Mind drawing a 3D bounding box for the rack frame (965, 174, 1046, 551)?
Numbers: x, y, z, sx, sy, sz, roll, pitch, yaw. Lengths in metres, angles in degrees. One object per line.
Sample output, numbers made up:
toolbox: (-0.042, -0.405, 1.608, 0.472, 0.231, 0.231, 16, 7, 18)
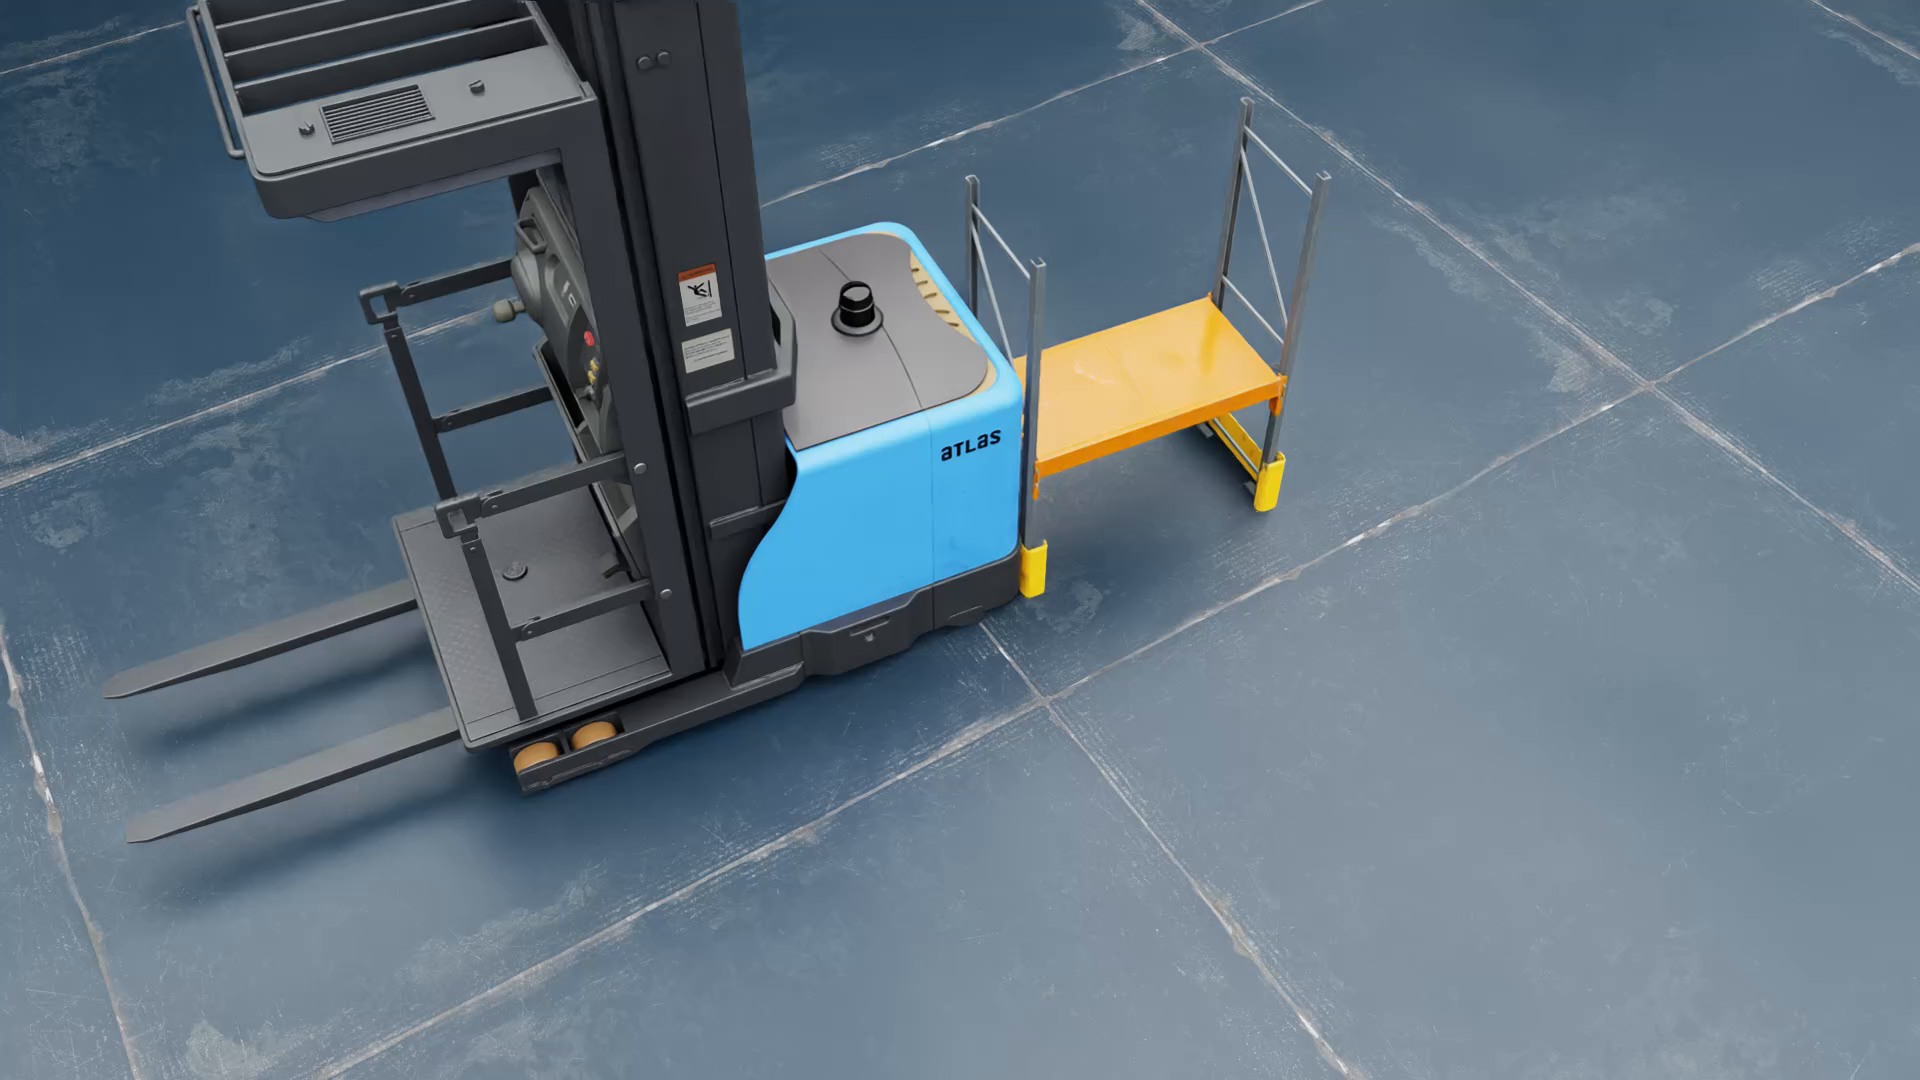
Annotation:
rack frame: (0.137, -0.488, 5.680, 0.032, 1.500, 0.500, -19, 51, -17)

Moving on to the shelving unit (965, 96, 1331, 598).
shelving unit: (0.604, -0.653, 5.827, 1.083, 1.500, 0.587, -19, 51, -17)

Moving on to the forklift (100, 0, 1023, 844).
forklift: (-1.343, -0.601, 4.823, 3.031, 2.935, 1.130, -19, 51, -17)

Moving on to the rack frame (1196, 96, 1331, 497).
rack frame: (1.056, -0.812, 5.969, 0.032, 1.500, 0.500, -19, 51, -17)

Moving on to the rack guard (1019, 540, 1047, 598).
rack guard: (0.154, -0.078, 6.152, 0.087, 0.250, 0.587, -19, 51, -17)

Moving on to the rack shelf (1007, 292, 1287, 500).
rack shelf: (0.596, -0.530, 5.959, 1.000, 0.185, 0.538, -19, 51, -17)

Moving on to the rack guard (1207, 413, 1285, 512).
rack guard: (1.055, -0.396, 6.435, 0.087, 0.250, 0.587, -19, 51, -17)
